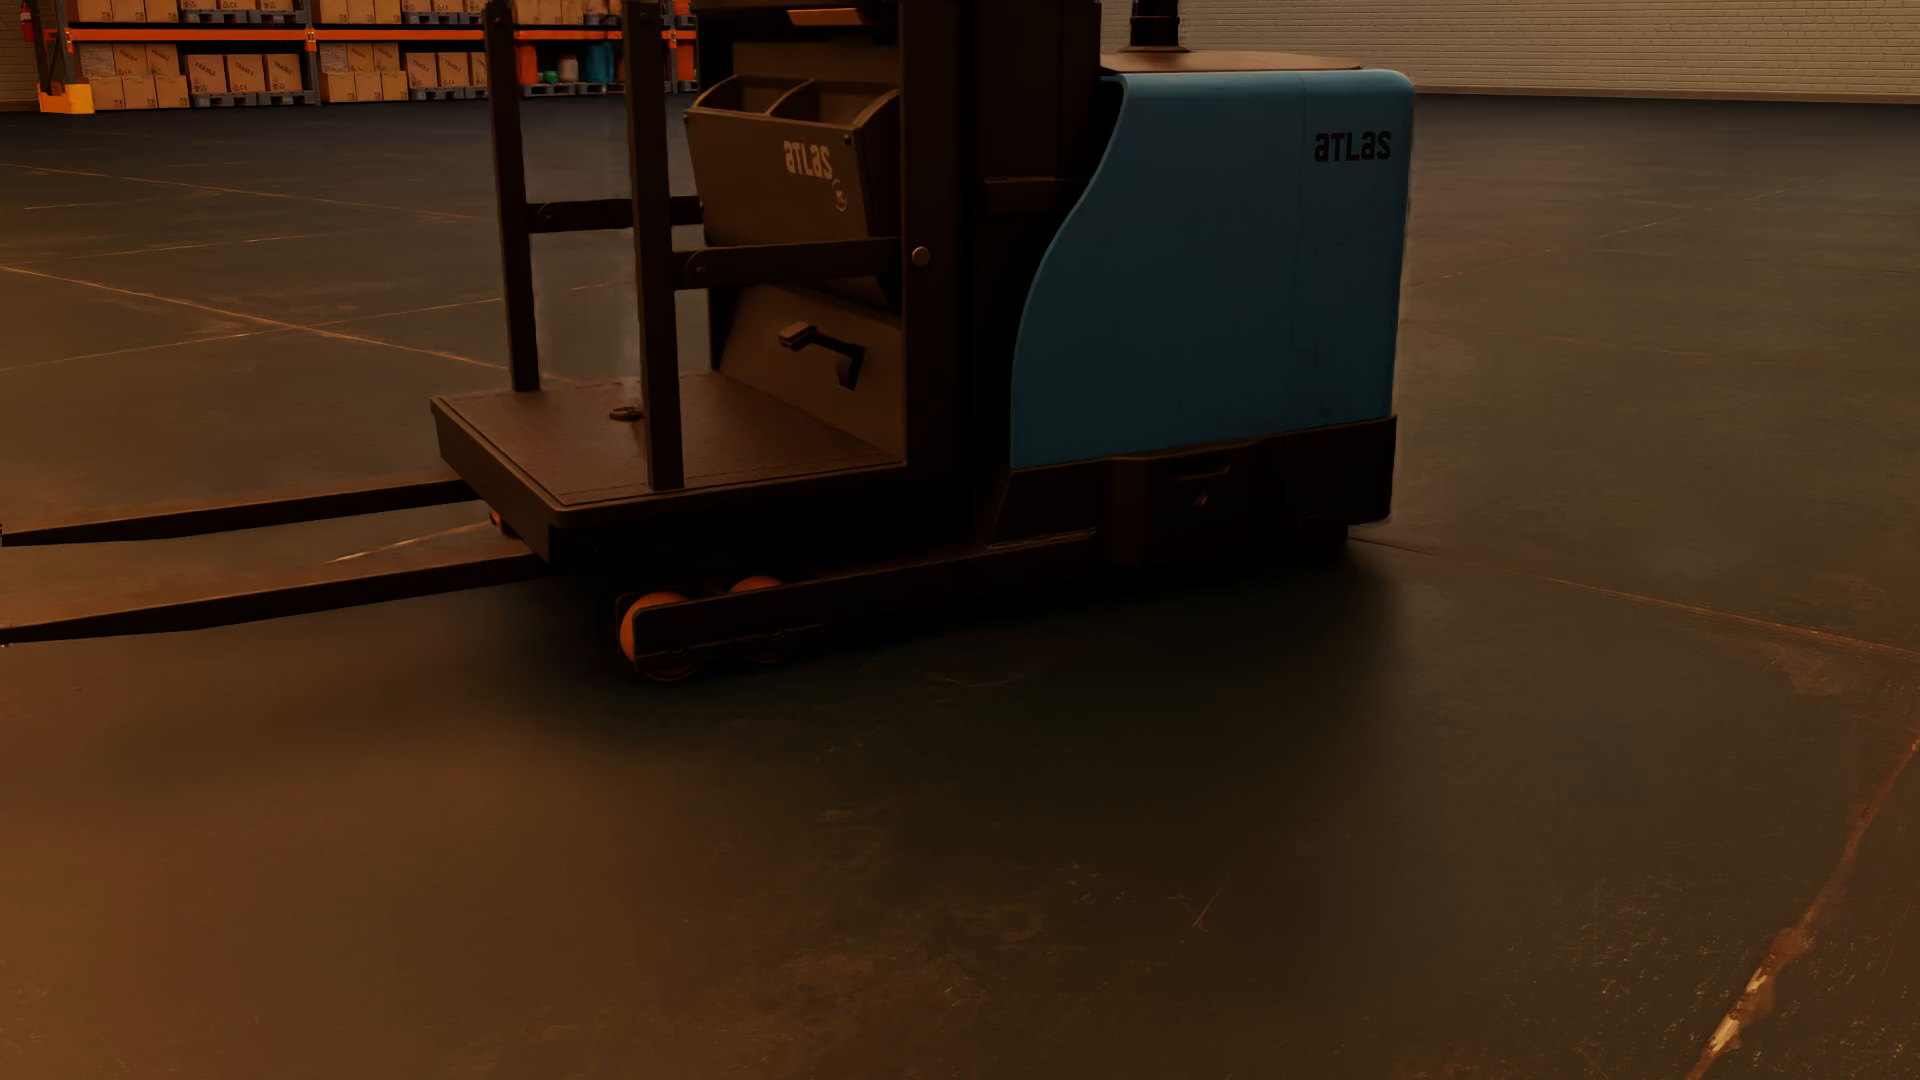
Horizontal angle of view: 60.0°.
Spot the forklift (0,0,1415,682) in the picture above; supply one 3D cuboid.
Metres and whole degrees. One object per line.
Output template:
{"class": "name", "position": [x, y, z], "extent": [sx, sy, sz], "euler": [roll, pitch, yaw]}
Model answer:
{"class": "forklift", "position": [-0.535, -1.314, 3.225], "extent": [3.031, 2.935, 1.130], "euler": [-9, 19, -27]}
